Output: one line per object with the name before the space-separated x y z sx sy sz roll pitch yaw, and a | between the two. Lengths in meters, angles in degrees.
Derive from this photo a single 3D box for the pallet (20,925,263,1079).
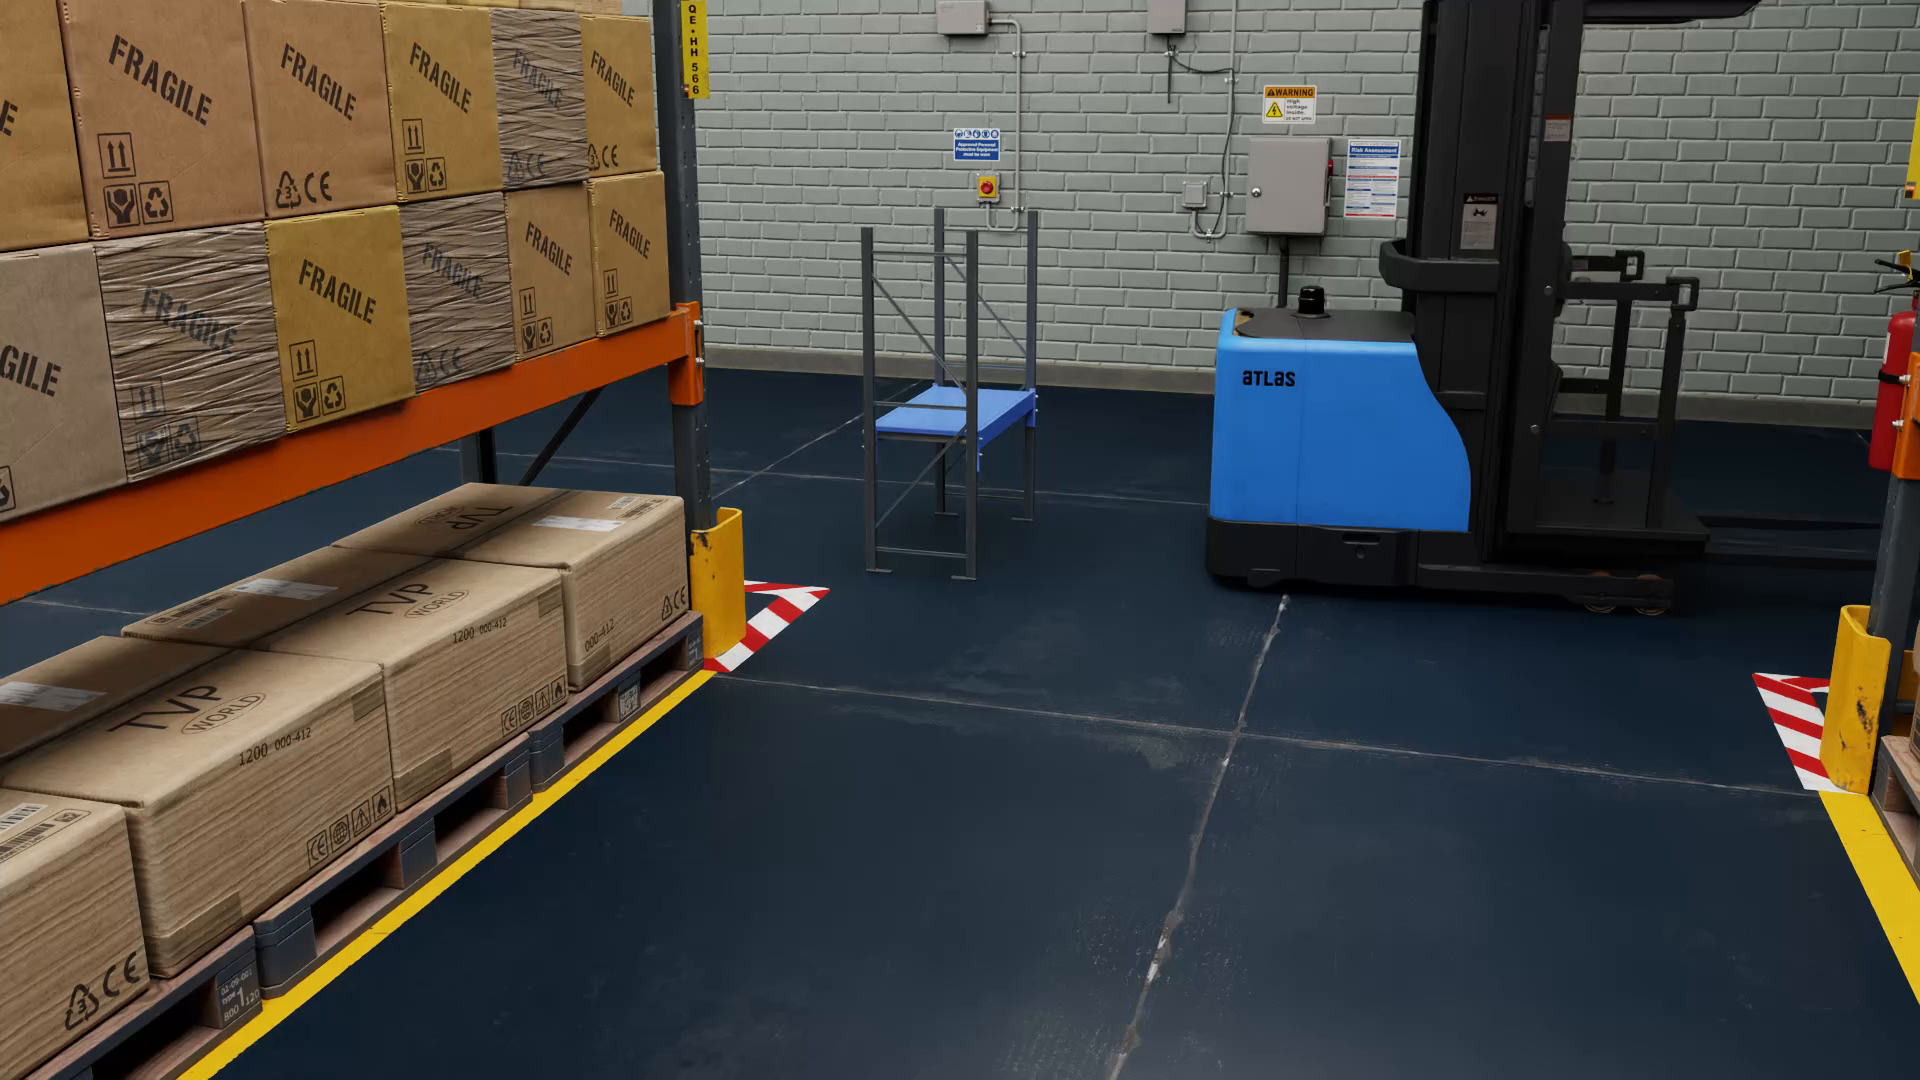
pallet | -2.283 1.121 3.490 1.003 0.211 1.213 5 16 16

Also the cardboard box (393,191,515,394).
cardboard box | -1.614 -0.710 4.652 0.500 0.500 0.500 5 17 17

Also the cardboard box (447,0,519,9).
cardboard box | -1.500 -1.601 4.772 0.380 0.149 0.250 5 17 17

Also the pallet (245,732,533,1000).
pallet | -1.938 0.801 4.619 1.003 0.211 1.213 5 16 16

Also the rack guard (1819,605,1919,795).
rack guard | 3.301 0.532 5.036 1.175 0.500 0.348 5 16 16

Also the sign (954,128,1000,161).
sign | 0.114 -2.701 11.359 0.327 0.218 0.001 5 16 16

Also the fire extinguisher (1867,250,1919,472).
fire extinguisher | 2.922 -0.548 5.089 0.296 0.674 0.183 5 16 16

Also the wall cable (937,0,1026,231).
wall cable | 0.143 -3.055 11.183 0.585 1.953 0.123 5 16 16

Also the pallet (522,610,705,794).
pallet | -1.589 0.483 5.741 1.003 0.211 1.213 5 16 16

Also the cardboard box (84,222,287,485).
cardboard box | -1.895 -0.439 3.697 0.500 0.500 0.500 5 17 16

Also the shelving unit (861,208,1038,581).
shelving unit | -0.024 -0.699 7.546 0.538 1.500 1.048 5 16 16

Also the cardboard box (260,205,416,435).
cardboard box | -1.748 -0.574 4.172 0.500 0.500 0.500 5 17 18

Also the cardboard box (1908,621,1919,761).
cardboard box | 3.058 0.462 4.510 0.797 0.503 0.637 4 16 14

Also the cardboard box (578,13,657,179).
cardboard box | -1.346 -1.459 5.459 0.500 0.500 0.500 5 17 18

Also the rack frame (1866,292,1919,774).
rack frame | 3.323 -0.690 4.765 1.000 3.000 0.127 5 16 16

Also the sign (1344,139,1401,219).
sign | 2.648 -2.320 10.686 0.329 0.494 0.001 5 16 16

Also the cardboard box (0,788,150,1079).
cardboard box | -2.292 0.847 3.271 0.875 0.438 0.875 4 16 15

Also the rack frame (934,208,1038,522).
rack frame | 0.120 -0.832 8.015 0.500 1.500 0.032 5 16 16

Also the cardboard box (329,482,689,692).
cardboard box | -1.529 0.137 5.775 0.875 0.438 0.875 4 16 14

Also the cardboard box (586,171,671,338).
cardboard box | -1.320 -0.975 5.588 0.500 0.500 0.500 5 17 16

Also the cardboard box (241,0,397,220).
cardboard box | -1.755 -1.059 4.050 0.500 0.500 0.500 5 16 15

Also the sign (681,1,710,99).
sign | -0.921 -1.699 5.767 0.100 0.325 0.005 5 16 16

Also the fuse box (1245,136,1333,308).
fuse box | 2.116 -1.730 10.793 0.539 1.711 0.414 5 16 16

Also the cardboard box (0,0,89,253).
cardboard box | -2.057 -0.794 3.116 0.500 0.500 0.500 4 16 15

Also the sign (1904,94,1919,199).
sign | 2.803 -1.149 4.795 0.100 0.325 0.005 5 16 16

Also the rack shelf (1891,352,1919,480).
rack shelf | 2.755 0.179 3.019 1.077 0.370 4.000 5 16 16

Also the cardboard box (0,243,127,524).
cardboard box | -2.042 -0.309 3.240 0.500 0.500 0.500 5 17 16

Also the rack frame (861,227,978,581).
rack frame | -0.169 -0.566 7.077 0.500 1.500 0.032 5 16 16

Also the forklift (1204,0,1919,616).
forklift | 2.615 -1.260 6.901 3.031 2.935 1.130 3 16 10

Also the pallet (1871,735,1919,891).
pallet | 3.076 0.880 4.340 1.003 0.211 1.213 5 16 16

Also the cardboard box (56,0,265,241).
cardboard box | -1.900 -0.927 3.586 0.500 0.500 0.500 5 17 17

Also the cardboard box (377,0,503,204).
cardboard box | -1.610 -1.190 4.514 0.500 0.500 0.500 5 16 16

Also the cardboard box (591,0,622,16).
cardboard box | -1.347 -1.806 5.495 0.380 0.149 0.250 5 17 17

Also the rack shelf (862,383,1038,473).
rack shelf | -0.024 -0.526 7.595 0.538 0.185 1.000 5 16 16

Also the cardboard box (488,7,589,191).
cardboard box | -1.466 -1.320 4.969 0.500 0.500 0.500 5 16 16

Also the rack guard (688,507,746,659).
rack guard | -1.430 0.122 6.482 1.175 0.500 0.348 5 16 16

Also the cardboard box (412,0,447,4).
cardboard box | -1.642 -1.538 4.550 0.380 0.149 0.250 4 16 15

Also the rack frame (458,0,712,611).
rack frame | -1.437 -1.074 6.119 1.000 3.000 0.127 5 16 16

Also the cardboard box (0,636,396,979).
cardboard box | -2.039 0.613 4.097 0.875 0.438 0.875 4 16 14

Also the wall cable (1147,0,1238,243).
wall cable | 1.506 -2.933 10.811 0.588 1.984 0.122 5 16 16

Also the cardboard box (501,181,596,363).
cardboard box | -1.477 -0.845 5.129 0.500 0.500 0.500 4 16 15

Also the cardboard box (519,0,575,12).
cardboard box | -1.389 -1.663 4.993 0.380 0.149 0.250 4 16 15

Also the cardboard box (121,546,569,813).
cardboard box | -1.781 0.377 4.929 0.875 0.438 0.875 5 17 17

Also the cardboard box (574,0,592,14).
cardboard box | -1.396 -1.738 5.254 0.380 0.149 0.250 5 17 17

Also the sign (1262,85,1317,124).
sign | 2.121 -2.806 10.711 0.339 0.242 0.001 5 16 16

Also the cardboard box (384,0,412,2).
cardboard box | -1.657 -1.468 4.303 0.380 0.149 0.250 5 17 17

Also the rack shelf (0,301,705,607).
rack shelf | -2.005 -0.205 4.372 1.077 0.370 4.000 5 16 16
